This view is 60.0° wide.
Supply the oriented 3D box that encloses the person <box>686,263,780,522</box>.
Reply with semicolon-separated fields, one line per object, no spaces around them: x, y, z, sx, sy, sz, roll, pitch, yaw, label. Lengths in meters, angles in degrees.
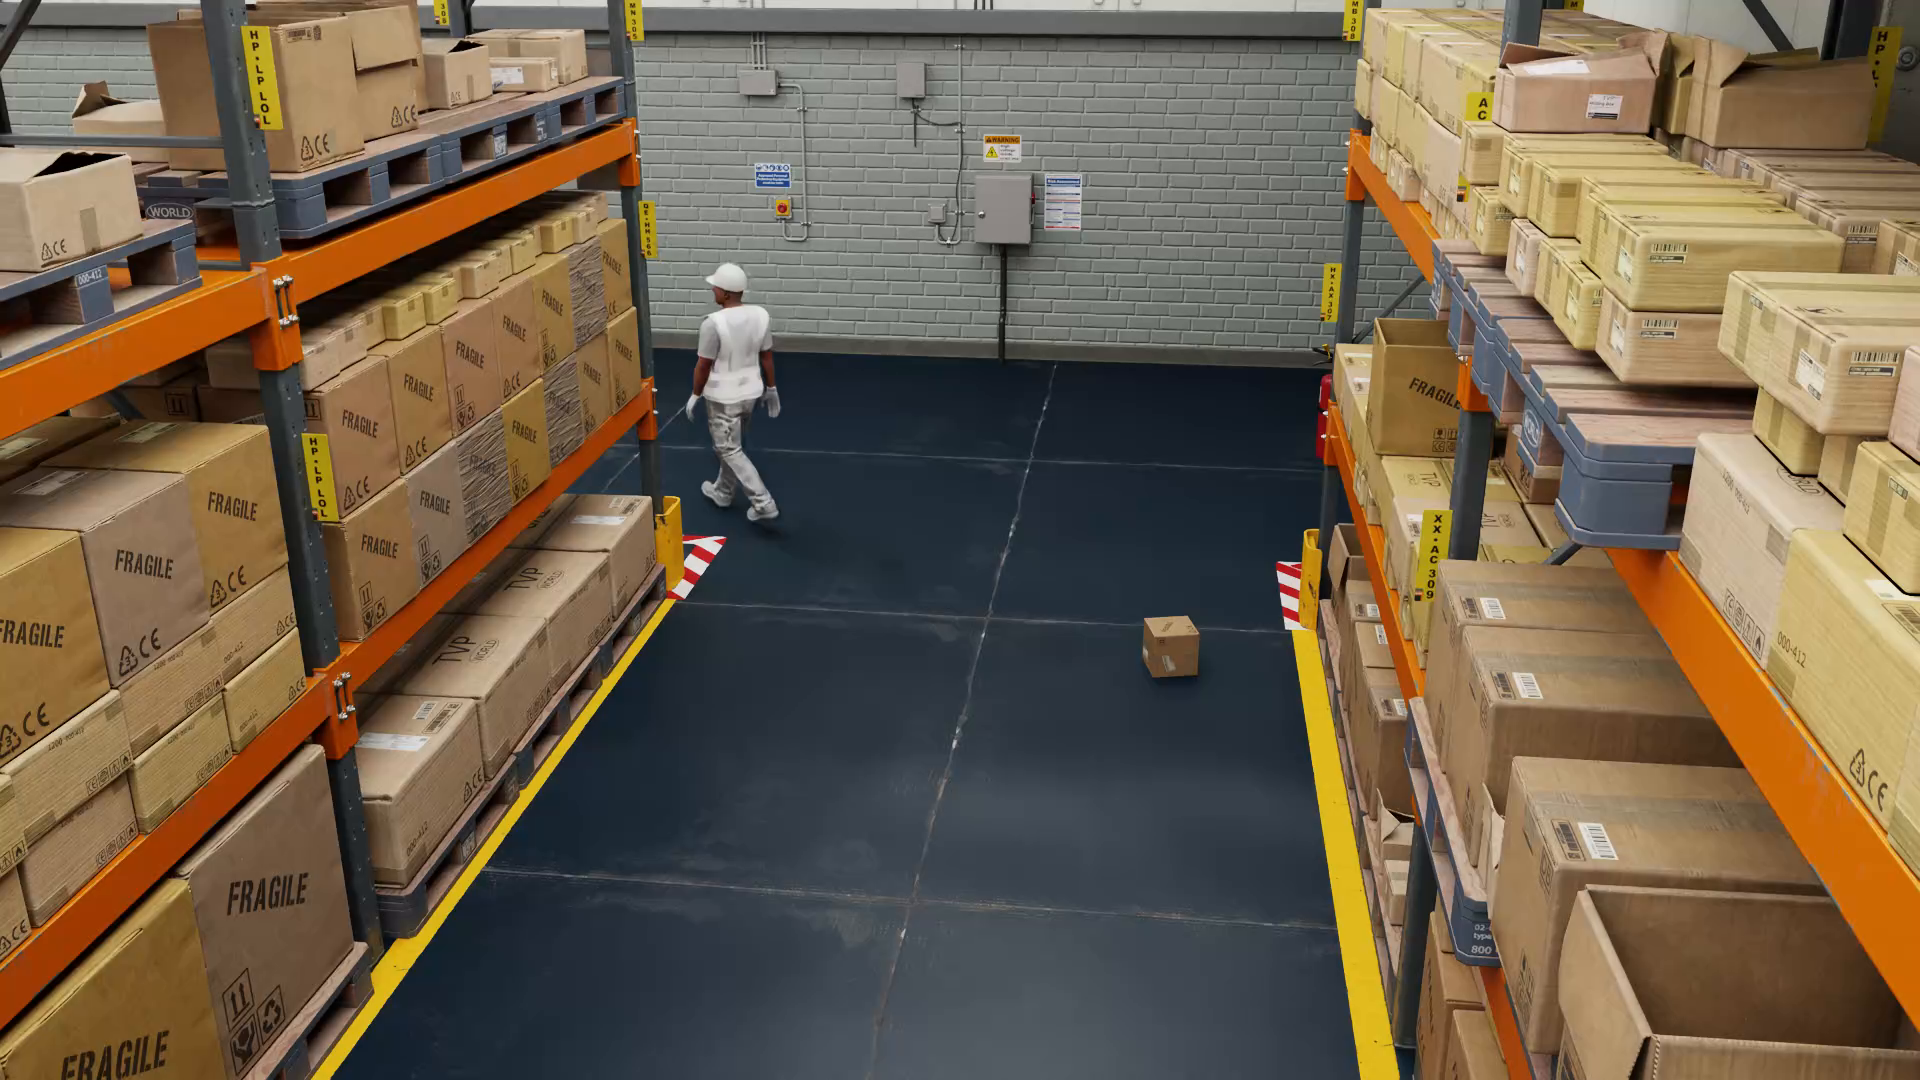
-1.534;-0.980;11.105;0.978;1.757;0.608;19;28;40;person
